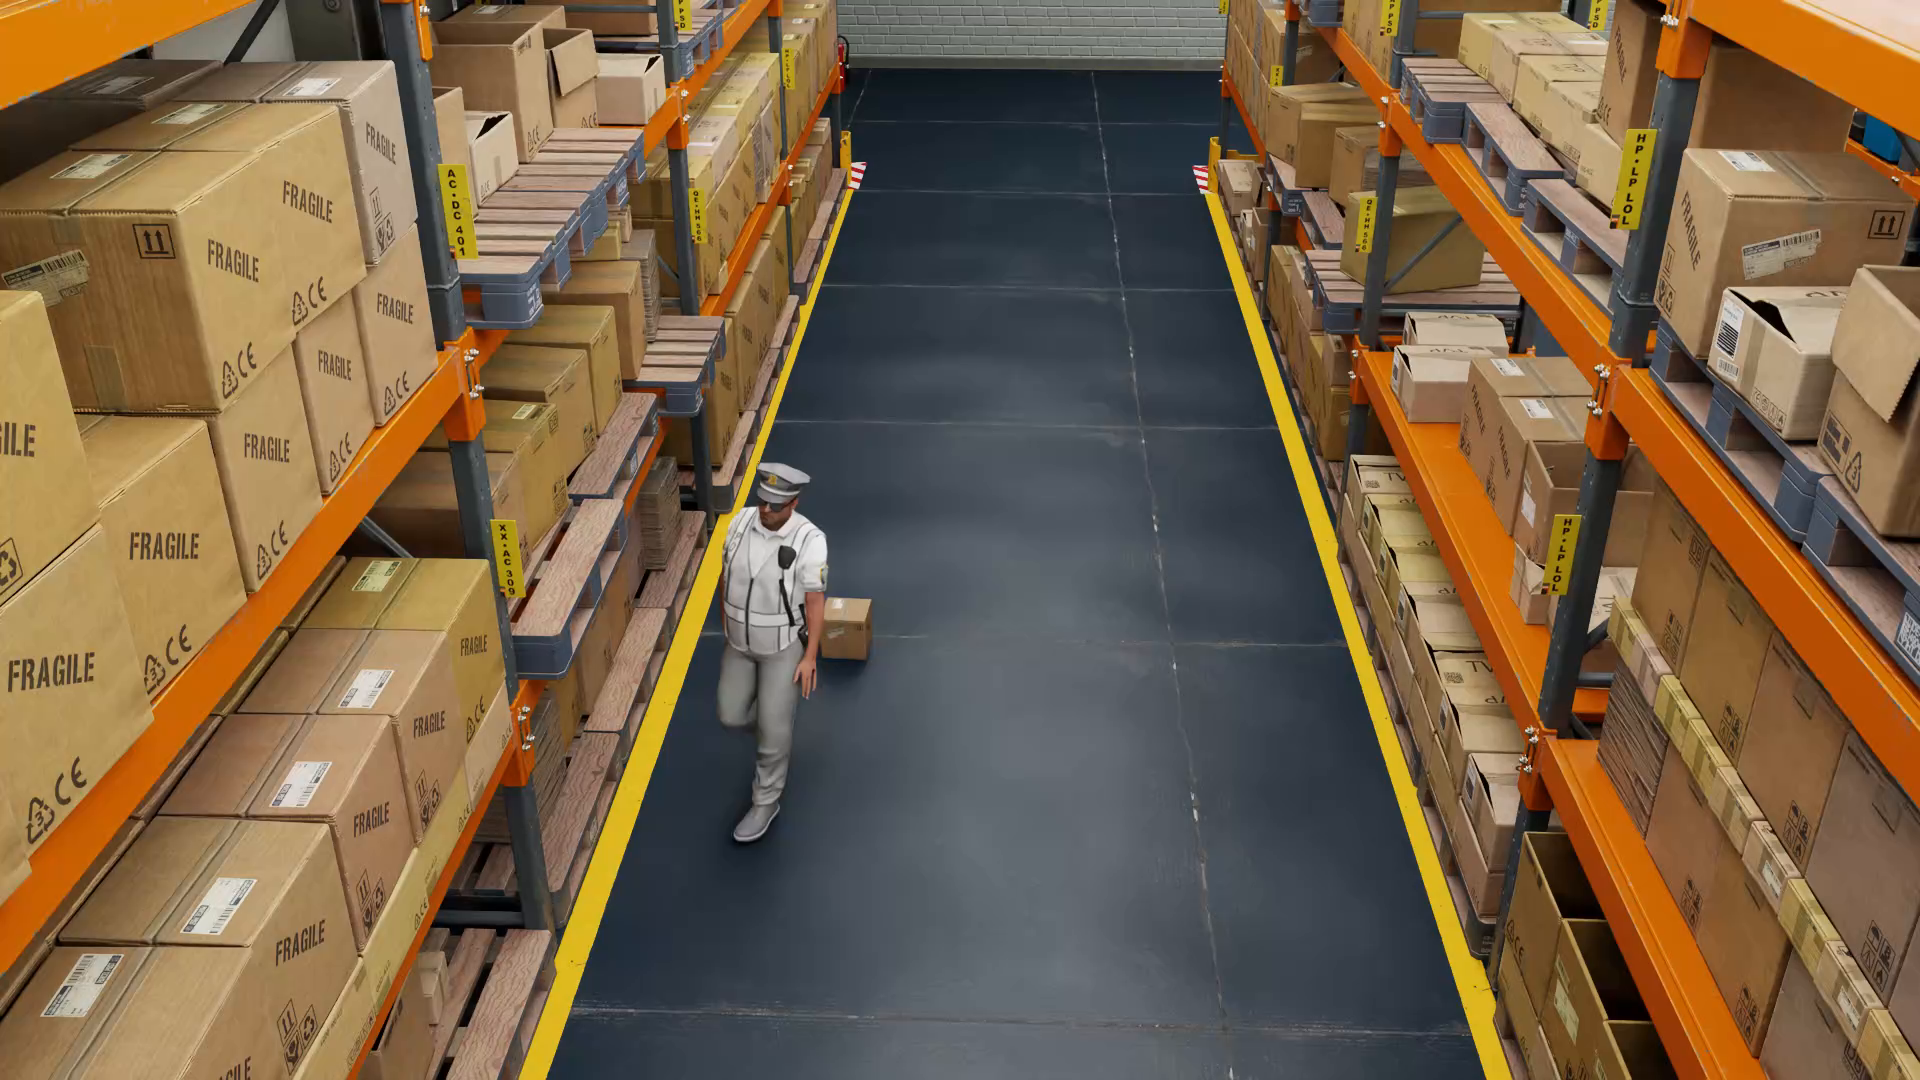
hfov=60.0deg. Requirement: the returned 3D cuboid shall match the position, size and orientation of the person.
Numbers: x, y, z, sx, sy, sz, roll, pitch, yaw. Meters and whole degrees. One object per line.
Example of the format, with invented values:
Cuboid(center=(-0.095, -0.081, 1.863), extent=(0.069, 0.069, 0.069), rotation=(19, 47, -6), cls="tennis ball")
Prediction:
Cuboid(center=(-0.934, 0.497, 7.706), extent=(0.571, 1.736, 0.758), rotation=(11, 30, 21), cls="person")
